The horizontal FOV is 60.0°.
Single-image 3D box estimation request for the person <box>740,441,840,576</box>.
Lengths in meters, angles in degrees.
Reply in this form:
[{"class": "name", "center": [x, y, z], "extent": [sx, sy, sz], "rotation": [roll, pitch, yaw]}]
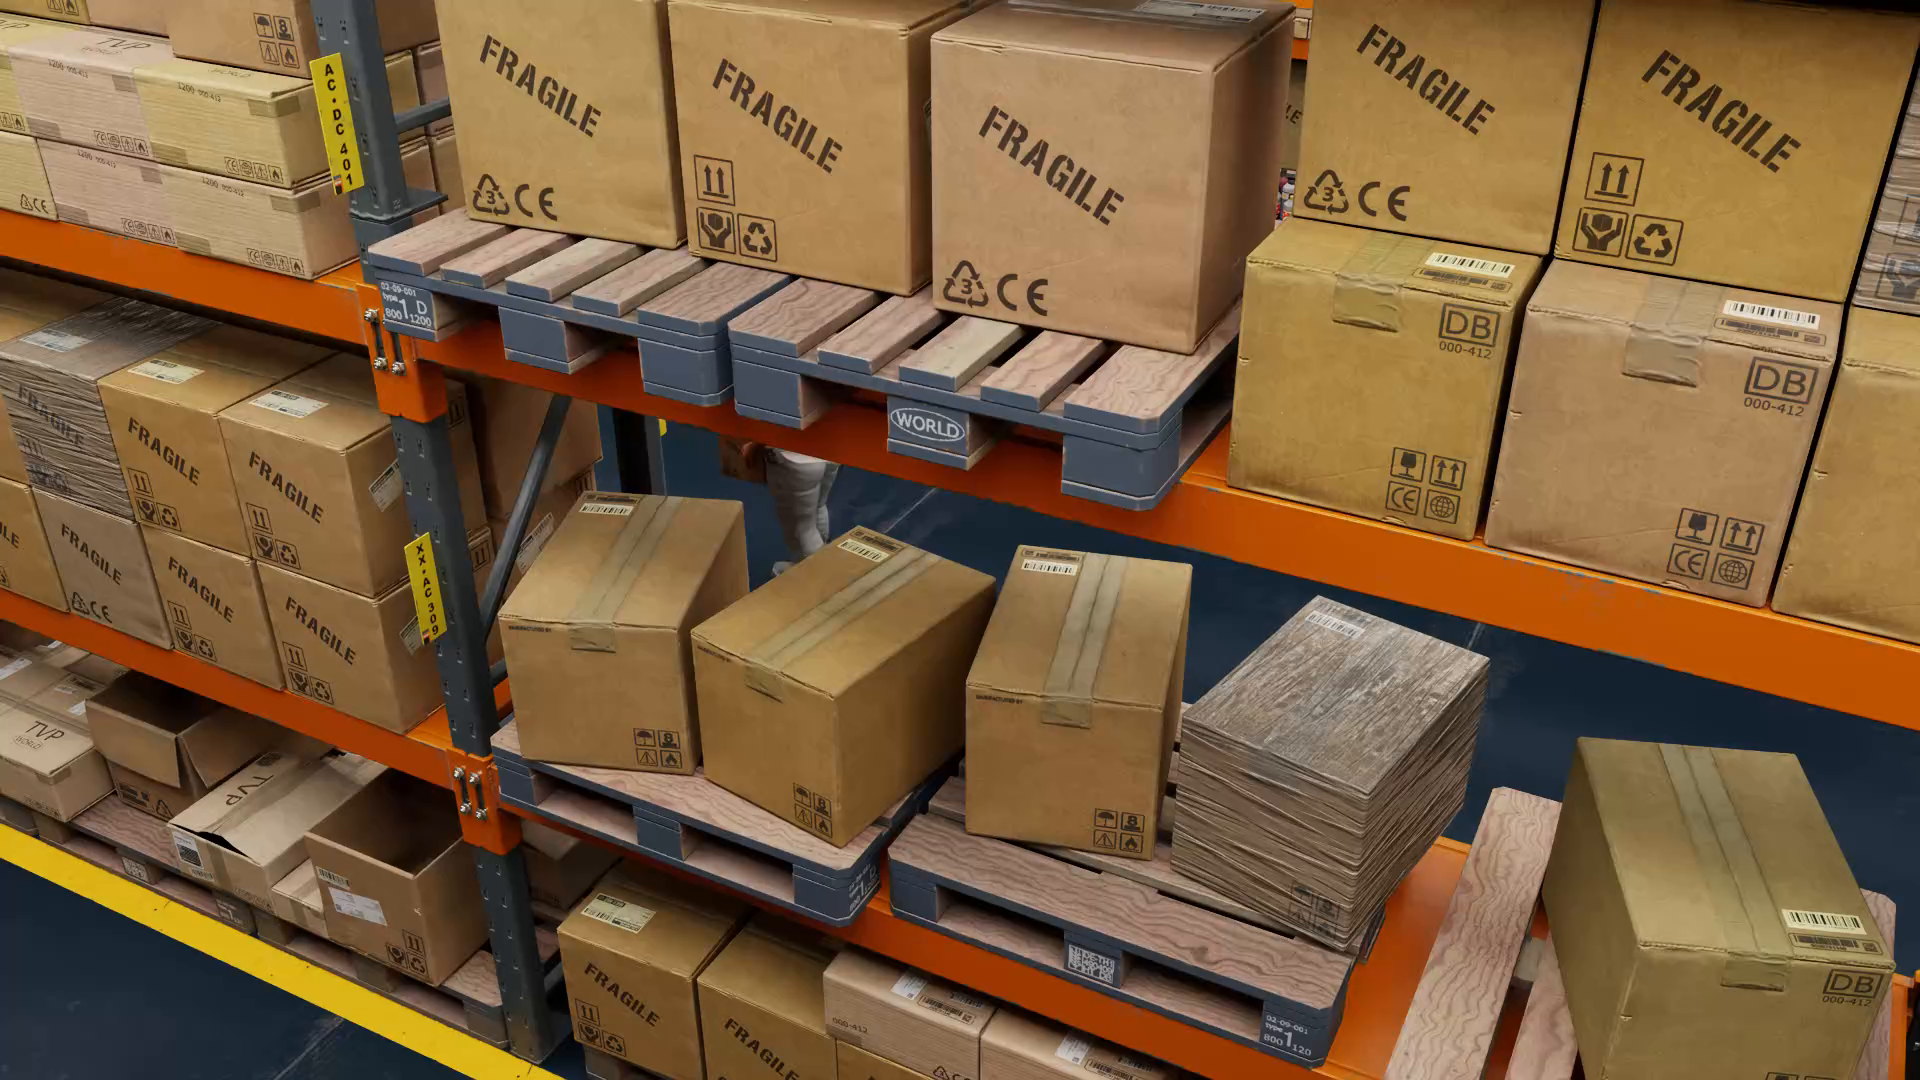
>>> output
[{"class": "person", "center": [-0.806, -0.423, 7.839], "extent": [0.512, 1.671, 0.502], "rotation": [14, 33, 23]}]
